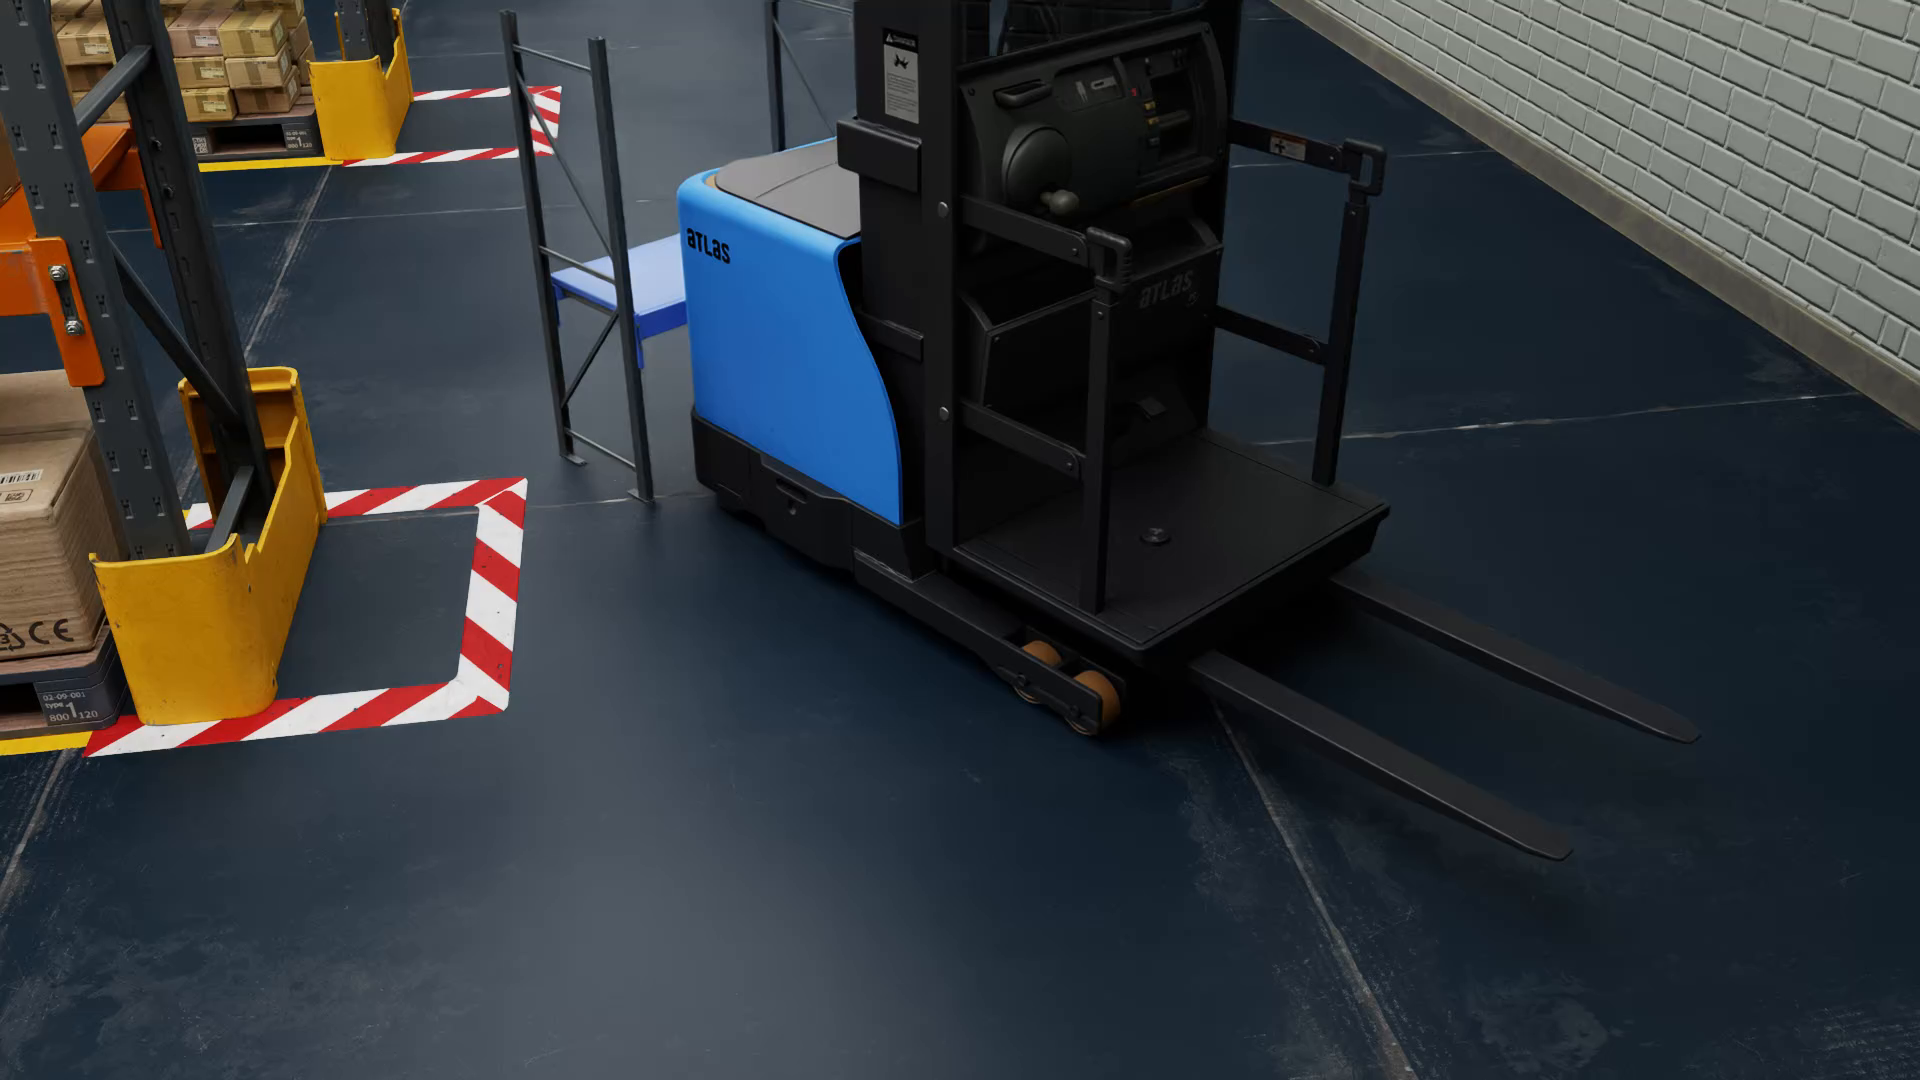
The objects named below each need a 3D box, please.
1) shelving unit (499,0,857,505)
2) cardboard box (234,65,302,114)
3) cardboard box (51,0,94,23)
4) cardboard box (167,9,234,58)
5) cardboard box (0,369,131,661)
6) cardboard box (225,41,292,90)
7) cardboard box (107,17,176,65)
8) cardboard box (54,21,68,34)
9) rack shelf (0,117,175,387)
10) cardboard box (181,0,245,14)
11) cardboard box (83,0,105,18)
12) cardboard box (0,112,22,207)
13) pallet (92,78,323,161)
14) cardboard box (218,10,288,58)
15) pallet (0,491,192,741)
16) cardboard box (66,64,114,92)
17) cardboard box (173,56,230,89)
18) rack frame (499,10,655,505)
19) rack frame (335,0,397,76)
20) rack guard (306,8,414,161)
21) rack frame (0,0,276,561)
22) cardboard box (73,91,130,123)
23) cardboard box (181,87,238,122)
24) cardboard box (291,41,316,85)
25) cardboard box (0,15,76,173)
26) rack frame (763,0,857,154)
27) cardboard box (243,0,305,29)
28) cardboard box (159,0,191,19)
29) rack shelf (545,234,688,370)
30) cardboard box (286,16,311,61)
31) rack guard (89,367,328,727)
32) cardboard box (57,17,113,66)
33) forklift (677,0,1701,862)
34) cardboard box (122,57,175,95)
[{"bbox_3d":[-0.838,-1.040,5.539,0.538,1.500,1.048,26,39,37],"label":"shelving unit"},{"bbox_3d":[-3.618,-2.357,8.697,0.250,0.149,0.380,-5,31,-8],"label":"cardboard box"},{"bbox_3d":[-4.739,-2.758,8.793,0.250,0.149,0.380,-4,31,-7],"label":"cardboard box"},{"bbox_3d":[-3.871,-2.596,8.518,0.250,0.149,0.380,-5,31,-8],"label":"cardboard box"},{"bbox_3d":[-2.778,-0.064,4.514,0.875,0.438,0.875,-6,31,-11],"label":"cardboard box"},{"bbox_3d":[-3.606,-2.447,8.556,0.250,0.149,0.380,-6,31,-10],"label":"cardboard box"},{"bbox_3d":[-4.102,-2.509,8.370,0.250,0.149,0.380,-6,31,-10],"label":"cardboard box"},{"bbox_3d":[-4.623,-2.465,8.294,0.250,0.149,0.380,-4,31,-7],"label":"cardboard box"},{"bbox_3d":[-4.114,-0.605,4.030,4.000,0.370,1.077,-5,31,-9],"label":"rack shelf"},{"bbox_3d":[-3.964,-2.802,8.867,0.250,0.149,0.380,-5,31,-8],"label":"cardboard box"},{"bbox_3d":[-4.464,-2.779,8.828,0.250,0.149,0.380,-7,31,-11],"label":"cardboard box"},{"bbox_3d":[-2.574,-0.965,3.833,0.500,0.500,0.500,-5,31,-9],"label":"cardboard box"},{"bbox_3d":[-4.018,-2.291,8.938,1.213,0.211,1.003,-5,31,-9],"label":"pallet"},{"bbox_3d":[-3.613,-2.591,8.508,0.250,0.149,0.380,-5,31,-8],"label":"cardboard box"},{"bbox_3d":[-2.919,0.216,4.674,1.213,0.211,1.003,-5,31,-9],"label":"pallet"},{"bbox_3d":[-4.399,-2.425,8.520,0.250,0.149,0.380,-6,31,-10],"label":"cardboard box"},{"bbox_3d":[-3.873,-2.450,8.562,0.250,0.149,0.380,-6,31,-10],"label":"cardboard box"},{"bbox_3d":[-1.193,-0.856,5.226,0.500,1.500,0.032,26,39,37],"label":"rack frame"},{"bbox_3d":[-3.138,-3.557,8.340,0.127,3.000,1.000,-5,31,-9],"label":"rack frame"},{"bbox_3d":[-3.213,-2.472,8.961,0.348,0.500,1.175,-5,31,-9],"label":"rack guard"},{"bbox_3d":[-2.147,-1.098,4.158,0.127,3.000,1.000,-5,31,-9],"label":"rack frame"},{"bbox_3d":[-4.369,-2.273,8.554,0.250,0.149,0.380,-5,31,-8],"label":"cardboard box"},{"bbox_3d":[-3.853,-2.283,8.571,0.250,0.149,0.380,-4,31,-7],"label":"cardboard box"},{"bbox_3d":[-3.711,-2.621,9.146,0.250,0.149,0.380,-5,31,-8],"label":"cardboard box"},{"bbox_3d":[-2.671,-1.240,4.302,0.500,0.500,0.500,-6,31,-9],"label":"cardboard box"},{"bbox_3d":[-0.483,-1.225,5.853,0.500,1.500,0.032,26,39,37],"label":"rack frame"},{"bbox_3d":[-3.715,-2.887,9.012,0.250,0.149,0.380,-7,31,-11],"label":"cardboard box"},{"bbox_3d":[-4.235,-2.843,8.936,0.250,0.149,0.380,-5,31,-9],"label":"cardboard box"},{"bbox_3d":[-0.838,-0.885,5.631,0.538,0.185,1.000,26,39,37],"label":"rack shelf"},{"bbox_3d":[-3.700,-2.717,9.017,0.250,0.149,0.380,-4,31,-7],"label":"cardboard box"},{"bbox_3d":[-2.123,-0.023,4.795,0.348,0.500,1.175,-5,31,-9],"label":"rack guard"},{"bbox_3d":[-4.369,-2.517,8.383,0.250,0.149,0.380,-7,31,-11],"label":"cardboard box"},{"bbox_3d":[0.511,-1.046,4.137,1.130,2.935,3.031,-26,39,-36],"label":"forklift"},{"bbox_3d":[-4.117,-2.398,8.474,0.250,0.149,0.380,-7,31,-11],"label":"cardboard box"}]
